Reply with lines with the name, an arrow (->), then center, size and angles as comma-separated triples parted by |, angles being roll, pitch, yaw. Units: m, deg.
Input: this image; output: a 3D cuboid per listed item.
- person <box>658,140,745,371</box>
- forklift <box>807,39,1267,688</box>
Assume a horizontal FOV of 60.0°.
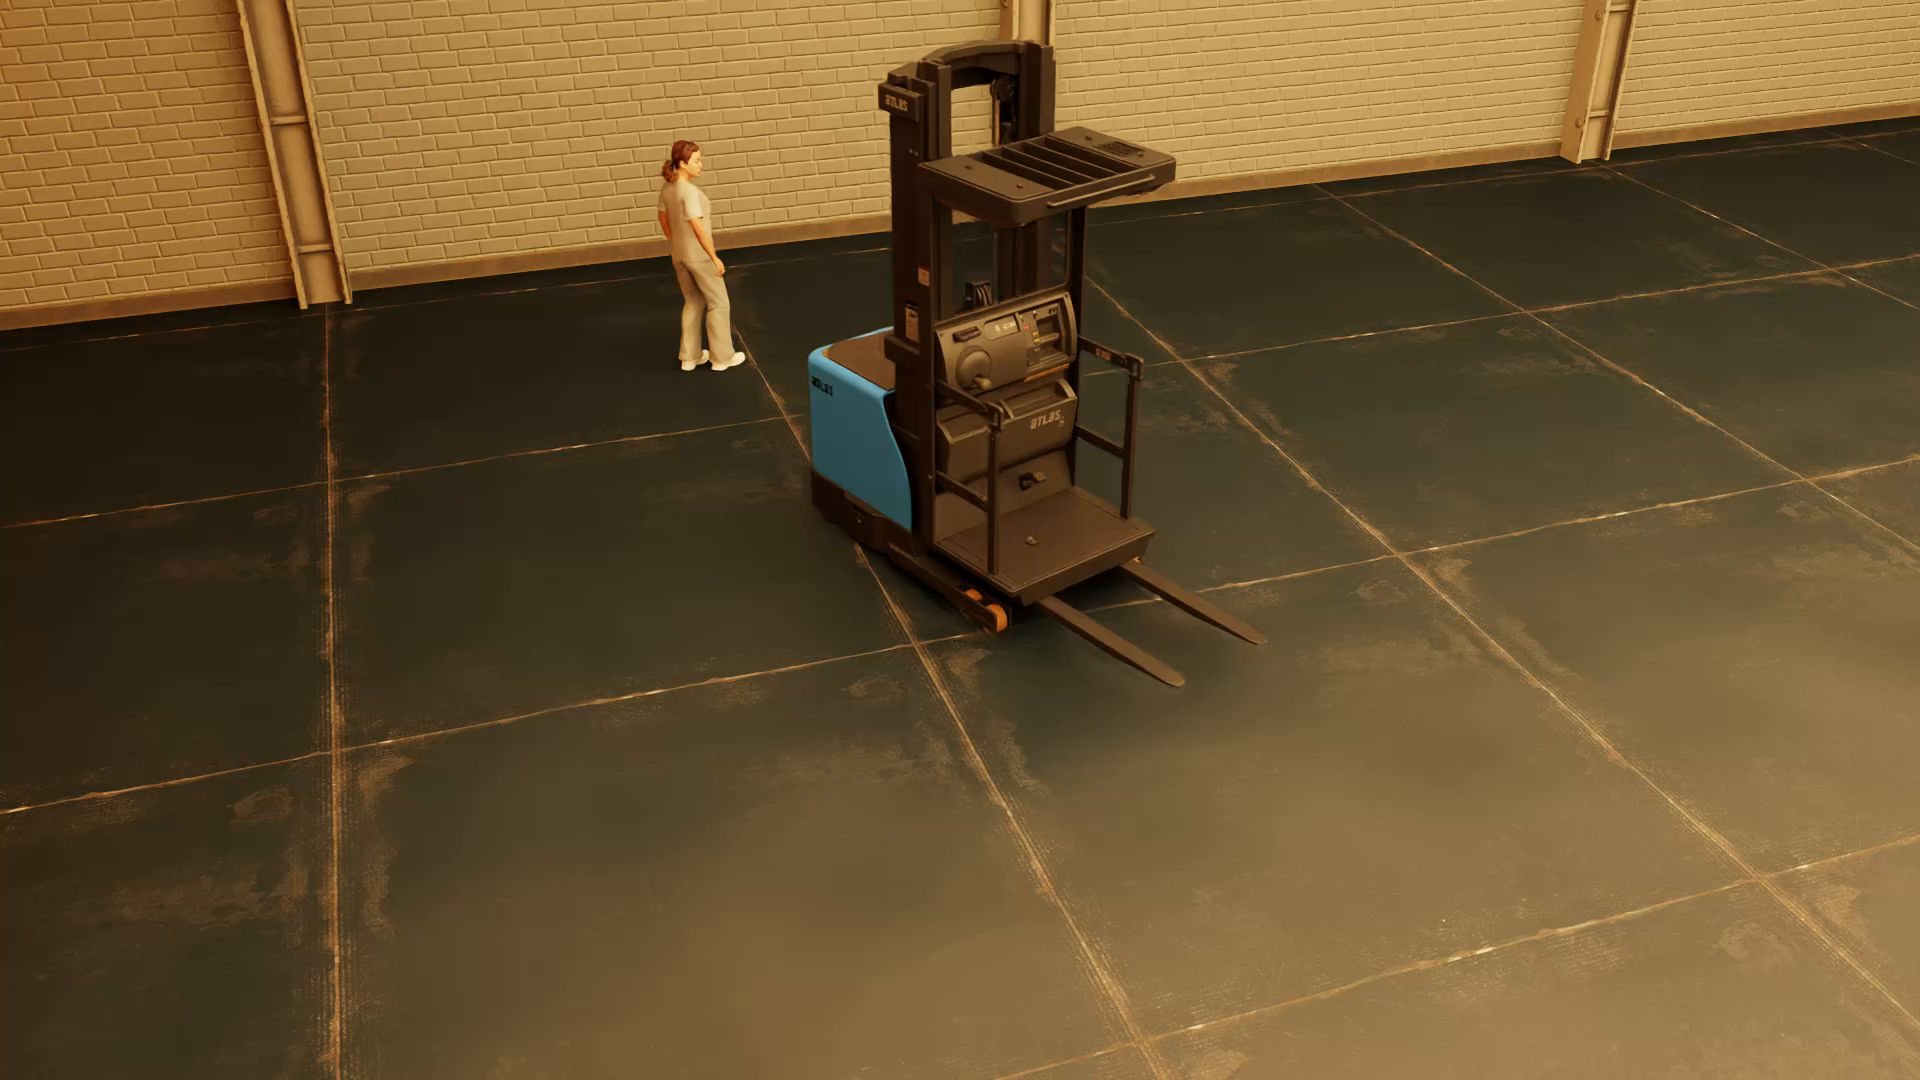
person -> -1.846, -2.027, 11.881 | 0.621, 1.664, 0.457 | 26, 39, 37
forklift -> 0.396, -1.035, 8.887 | 1.130, 2.935, 3.031 | -22, 36, -33
